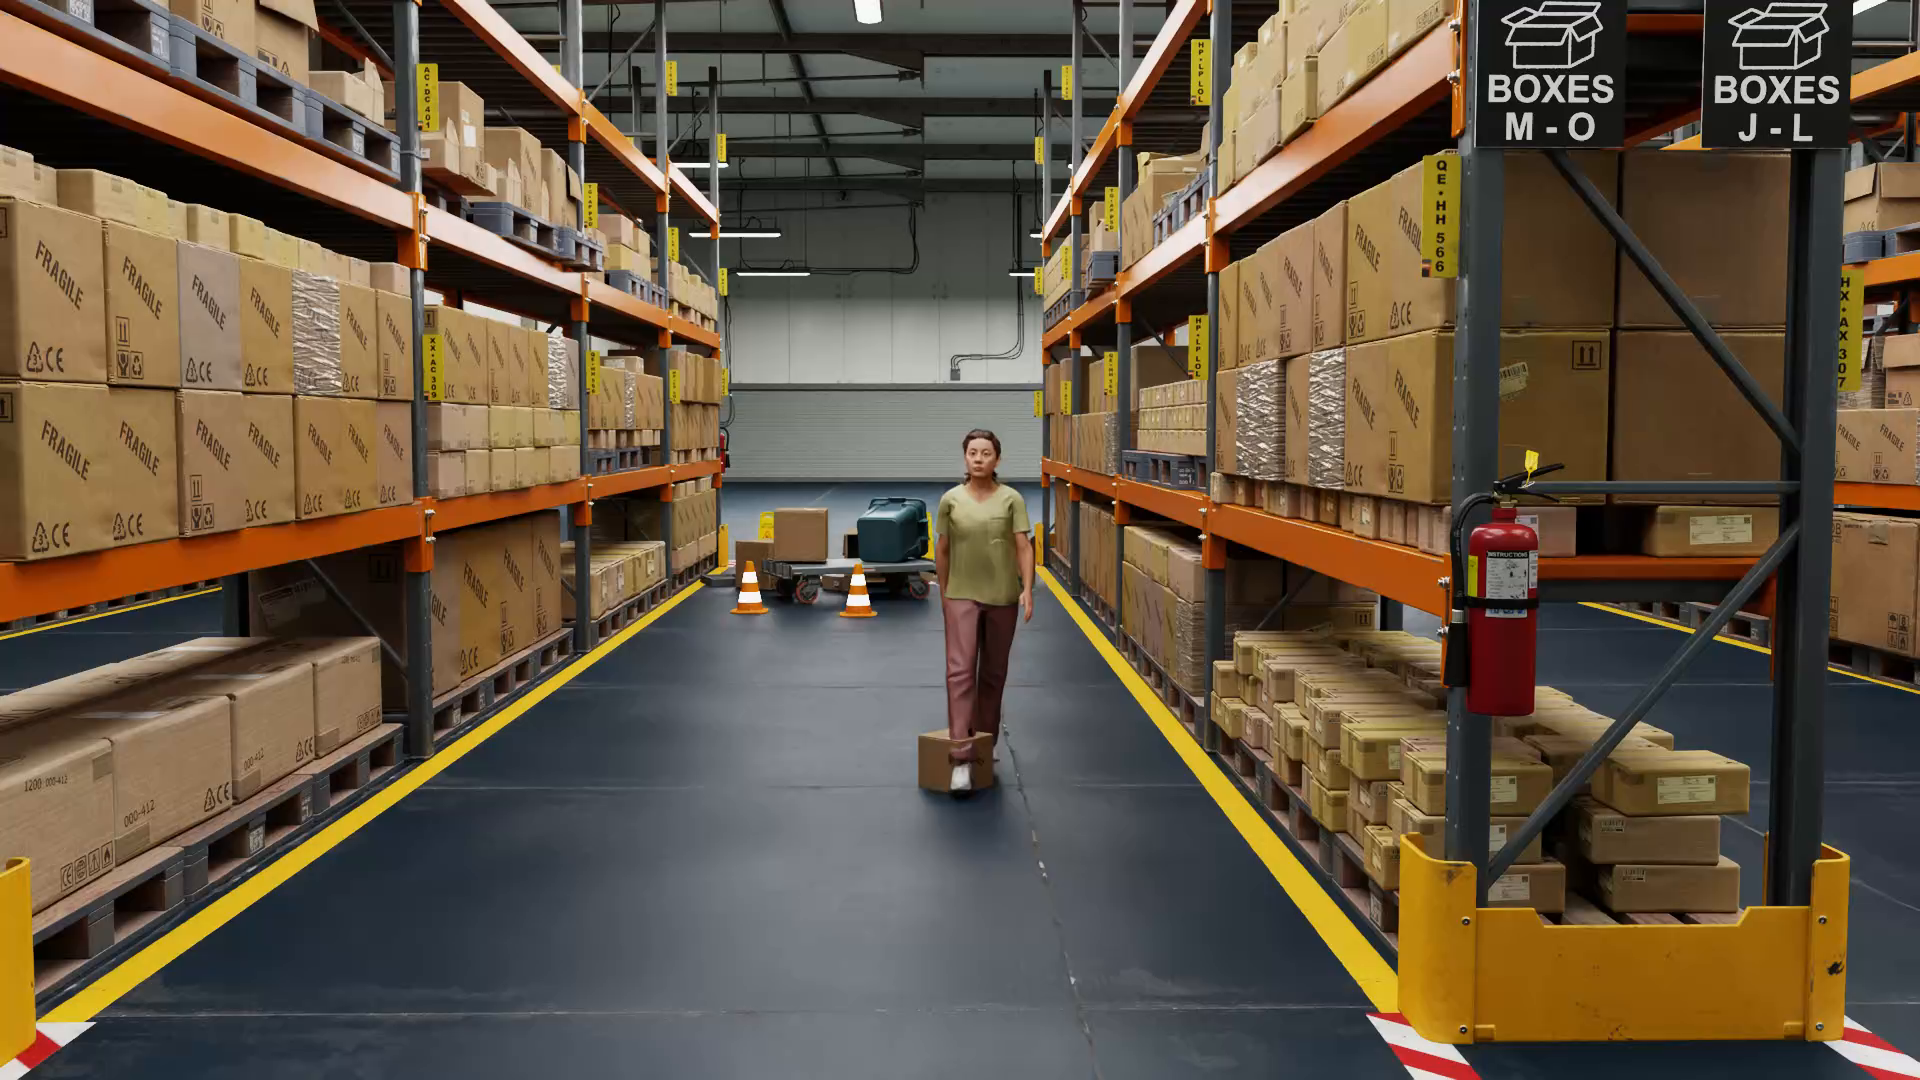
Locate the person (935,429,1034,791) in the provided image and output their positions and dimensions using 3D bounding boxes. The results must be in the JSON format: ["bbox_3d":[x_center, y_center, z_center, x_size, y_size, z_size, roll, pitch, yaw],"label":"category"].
[{"bbox_3d":[0.119,0.292,7.827,0.467,1.629,0.926,0,4,-2],"label":"person"}]
